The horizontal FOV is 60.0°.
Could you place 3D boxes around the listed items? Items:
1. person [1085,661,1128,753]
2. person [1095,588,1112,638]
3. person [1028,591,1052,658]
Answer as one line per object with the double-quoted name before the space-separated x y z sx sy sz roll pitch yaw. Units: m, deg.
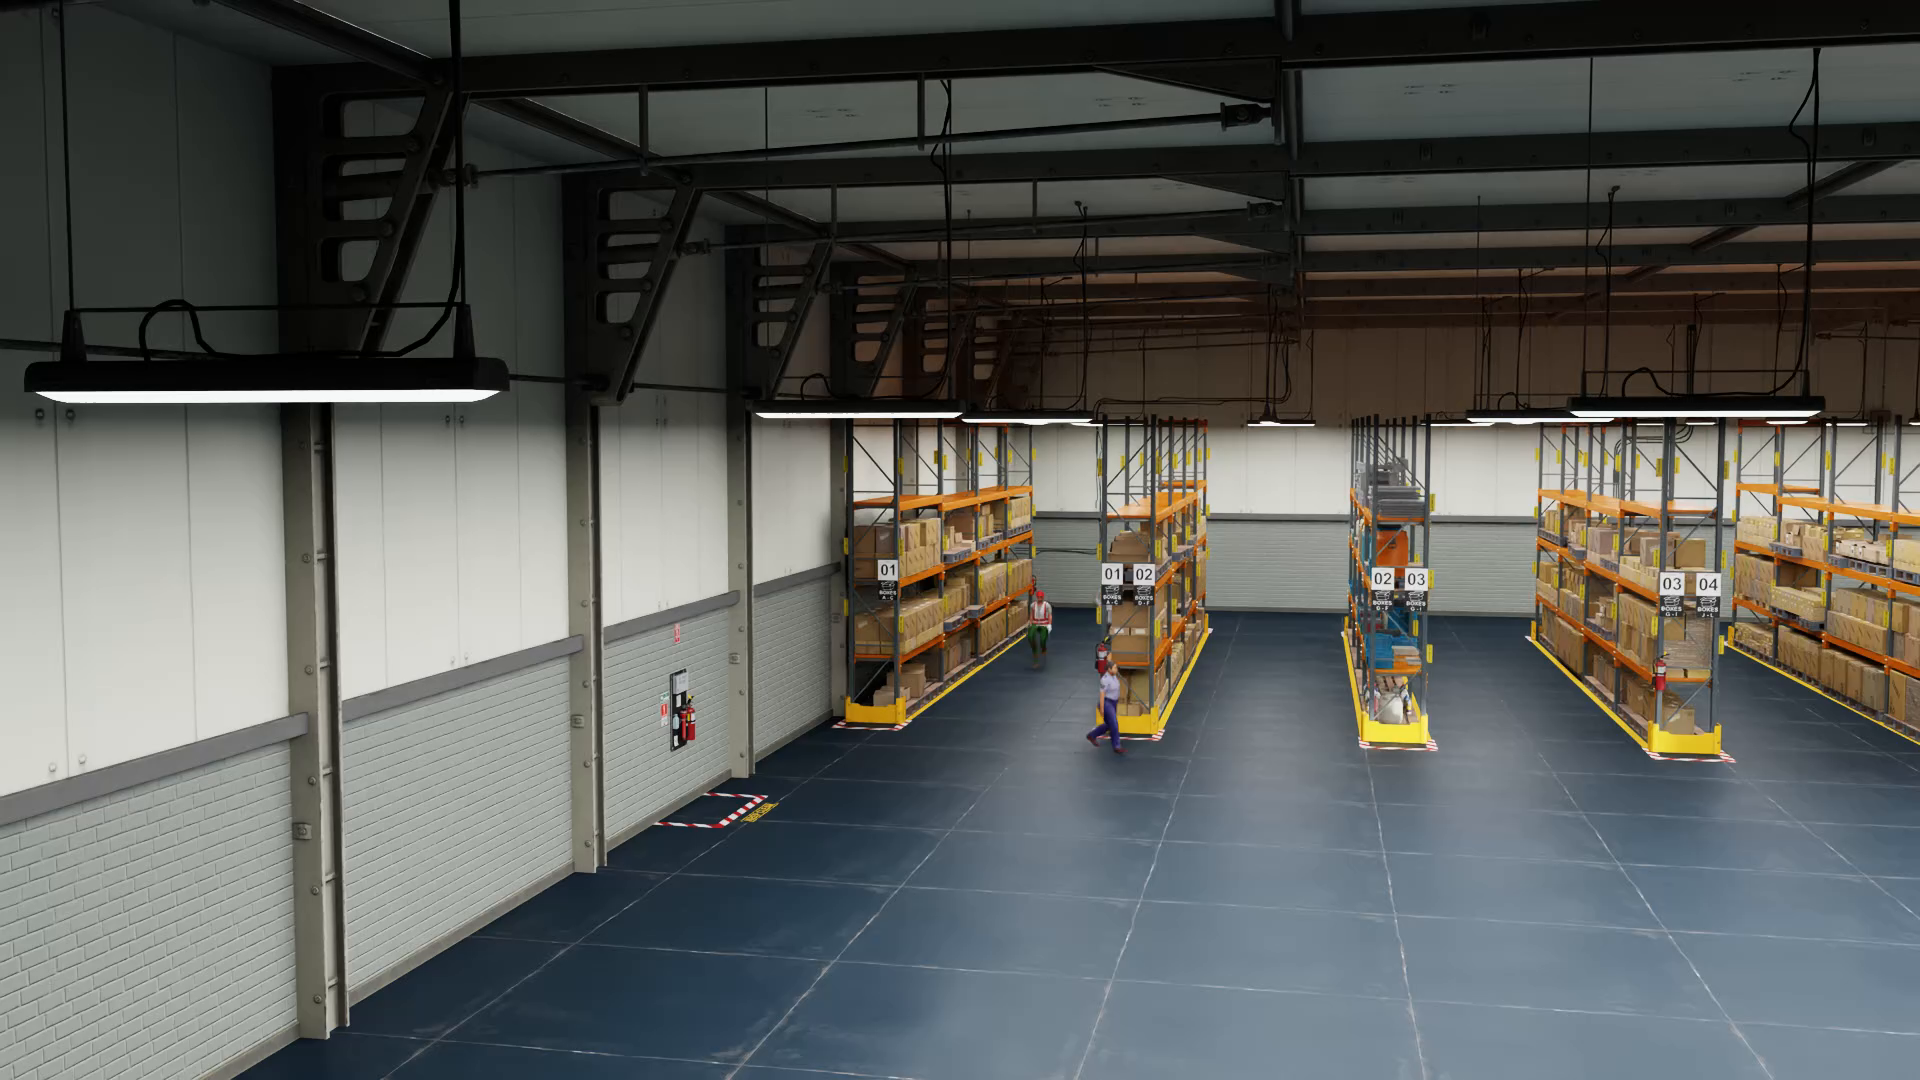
"person" 2.634 2.944 29.540 0.883 1.610 0.511 2 4 27
"person" 4.052 1.858 45.420 0.695 1.685 0.720 2 4 23
"person" 1.922 2.023 40.036 0.601 1.606 0.624 1 4 13
